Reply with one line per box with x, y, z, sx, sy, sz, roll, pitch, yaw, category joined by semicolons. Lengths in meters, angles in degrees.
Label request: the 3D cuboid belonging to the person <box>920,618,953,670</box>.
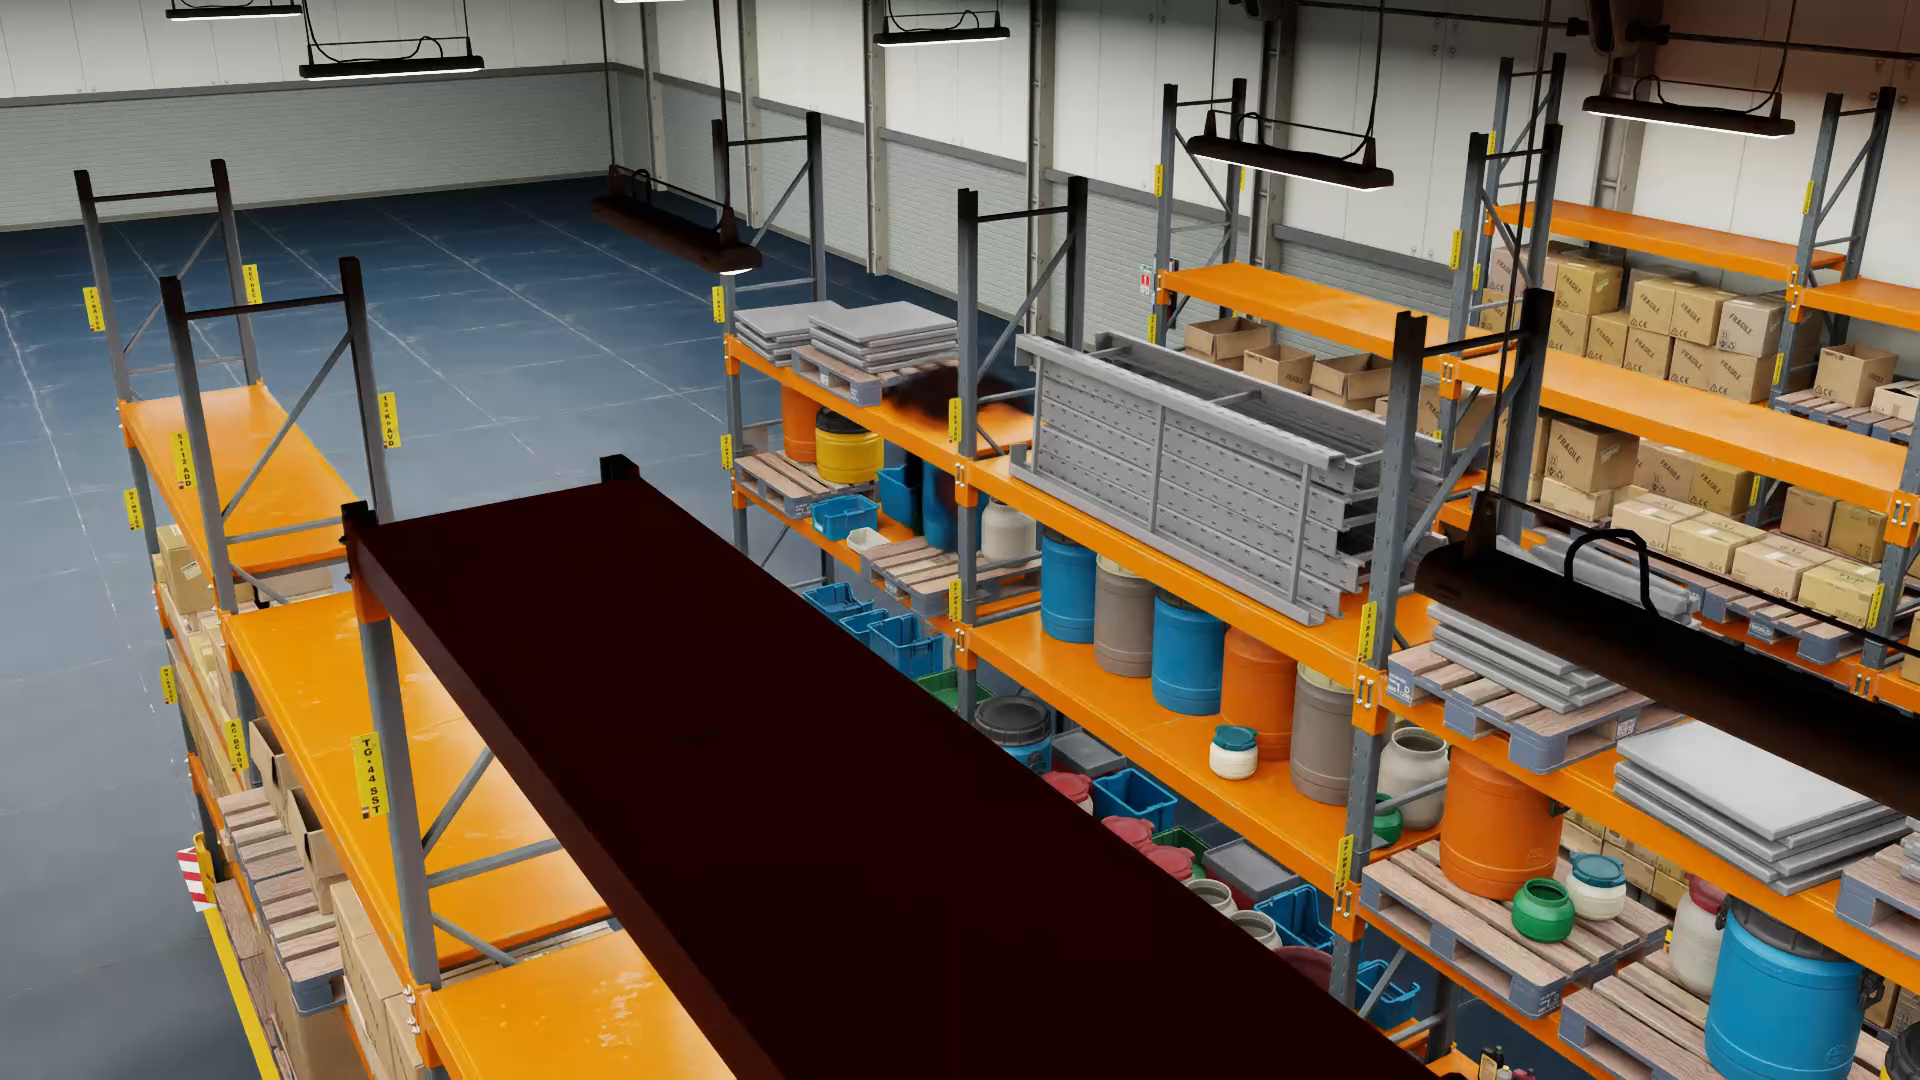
-0.258;0.808;17.001;0.451;1.777;0.571;-10;24;-24;person
